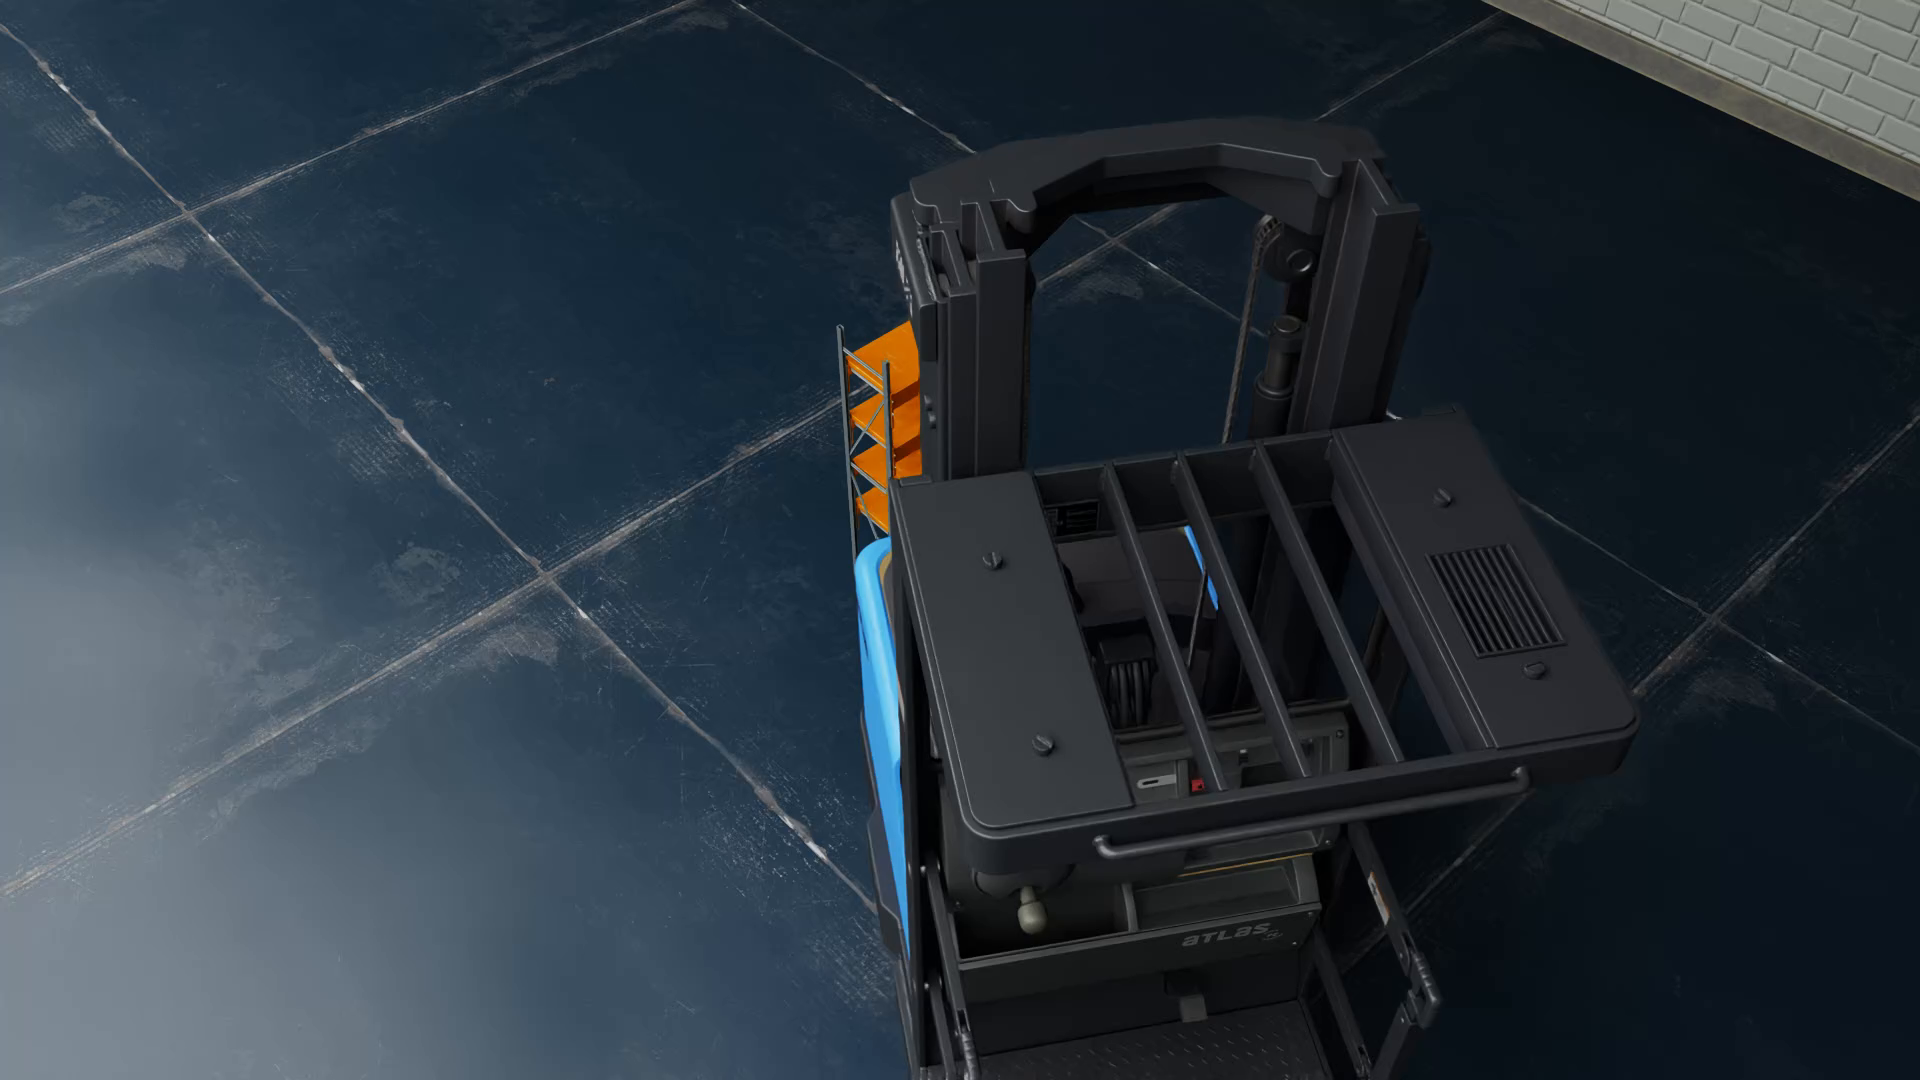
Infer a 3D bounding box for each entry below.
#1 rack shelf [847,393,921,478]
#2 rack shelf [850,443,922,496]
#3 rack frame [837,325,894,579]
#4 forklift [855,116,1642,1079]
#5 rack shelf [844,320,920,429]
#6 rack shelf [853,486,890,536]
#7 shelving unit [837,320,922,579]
[{"bbox_3d":[-0.122,-0.431,5.619,0.480,0.148,0.258,-34,56,-27],"label":"rack shelf"},{"bbox_3d":[-0.122,-0.279,5.783,0.480,0.148,0.258,-34,56,-27],"label":"rack shelf"},{"bbox_3d":[-0.303,-0.204,5.622,0.015,1.200,0.240,-34,56,-27],"label":"rack frame"},{"bbox_3d":[0.461,0.735,3.577,1.130,2.935,3.031,-8,48,-7],"label":"forklift"},{"bbox_3d":[-0.122,-0.592,5.445,0.480,0.148,0.258,-34,56,-27],"label":"rack shelf"},{"bbox_3d":[-0.122,-0.145,5.929,0.480,0.148,0.258,-34,56,-27],"label":"rack shelf"},{"bbox_3d":[-0.122,-0.325,5.734,0.503,1.200,0.258,-34,56,-27],"label":"shelving unit"}]
